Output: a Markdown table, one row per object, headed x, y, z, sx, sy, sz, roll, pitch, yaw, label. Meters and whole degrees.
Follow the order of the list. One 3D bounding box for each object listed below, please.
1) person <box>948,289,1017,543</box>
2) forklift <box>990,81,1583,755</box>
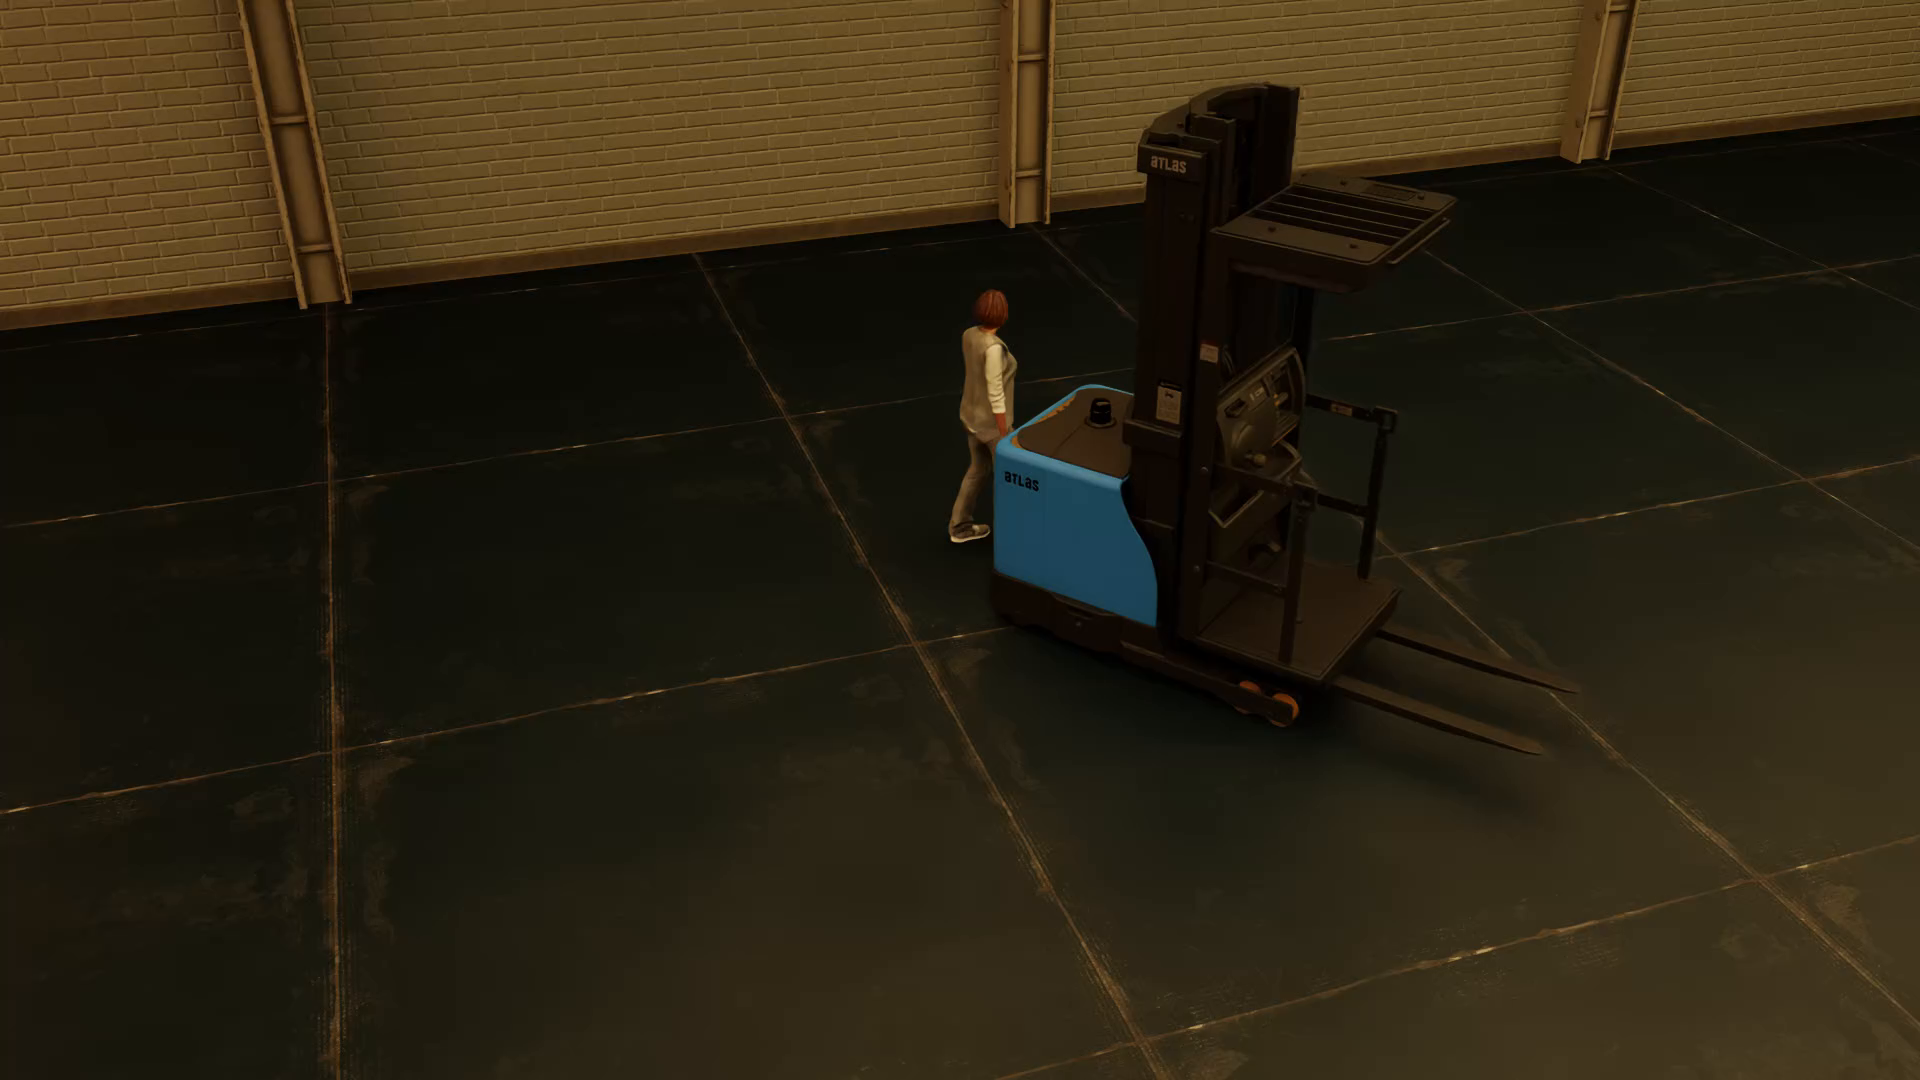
| x | y | z | sx | sy | sz | roll | pitch | yaw | label |
| --- | --- | --- | --- | --- | --- | --- | --- | --- | --- |
| 0.233 | -0.712 | 9.692 | 0.648 | 1.574 | 0.579 | -14 | 33 | -23 | person |
| 1.672 | -0.631 | 8.183 | 3.031 | 2.935 | 1.130 | 19 | 35 | 29 | forklift |
